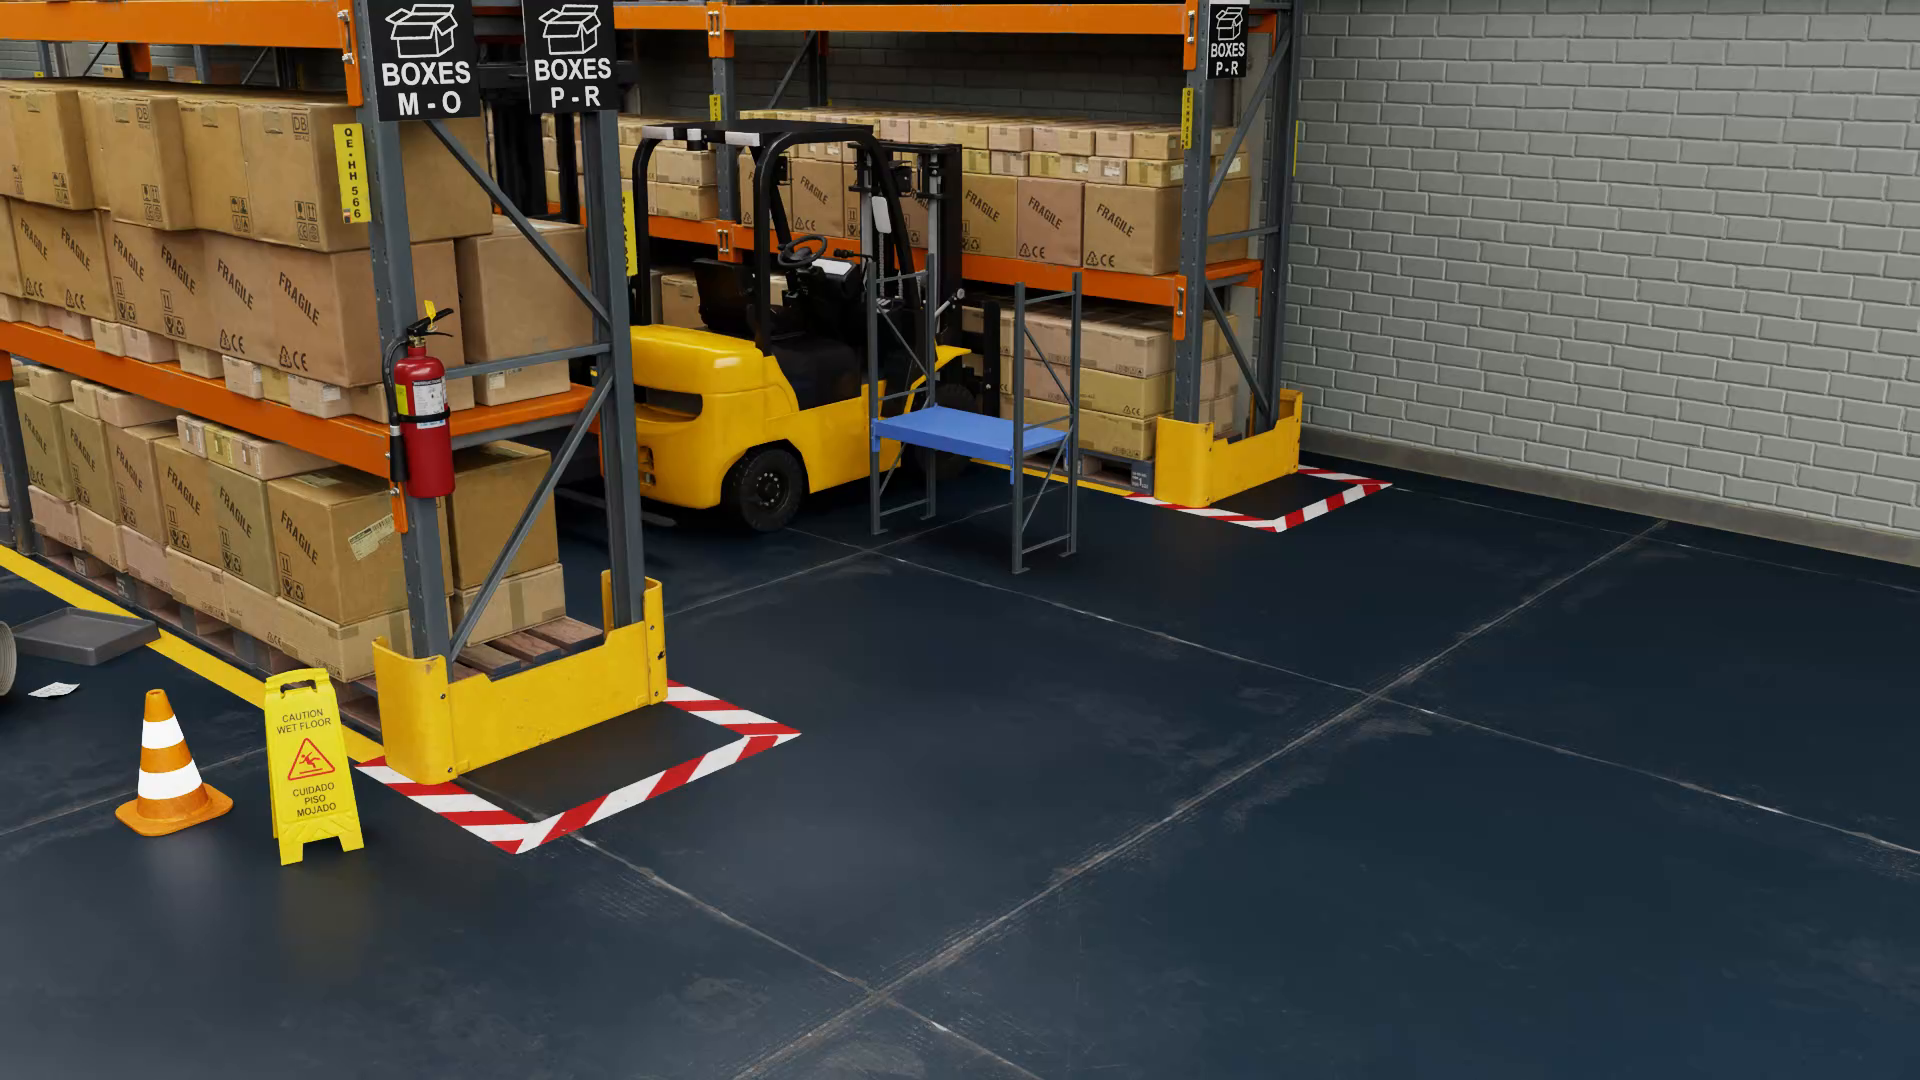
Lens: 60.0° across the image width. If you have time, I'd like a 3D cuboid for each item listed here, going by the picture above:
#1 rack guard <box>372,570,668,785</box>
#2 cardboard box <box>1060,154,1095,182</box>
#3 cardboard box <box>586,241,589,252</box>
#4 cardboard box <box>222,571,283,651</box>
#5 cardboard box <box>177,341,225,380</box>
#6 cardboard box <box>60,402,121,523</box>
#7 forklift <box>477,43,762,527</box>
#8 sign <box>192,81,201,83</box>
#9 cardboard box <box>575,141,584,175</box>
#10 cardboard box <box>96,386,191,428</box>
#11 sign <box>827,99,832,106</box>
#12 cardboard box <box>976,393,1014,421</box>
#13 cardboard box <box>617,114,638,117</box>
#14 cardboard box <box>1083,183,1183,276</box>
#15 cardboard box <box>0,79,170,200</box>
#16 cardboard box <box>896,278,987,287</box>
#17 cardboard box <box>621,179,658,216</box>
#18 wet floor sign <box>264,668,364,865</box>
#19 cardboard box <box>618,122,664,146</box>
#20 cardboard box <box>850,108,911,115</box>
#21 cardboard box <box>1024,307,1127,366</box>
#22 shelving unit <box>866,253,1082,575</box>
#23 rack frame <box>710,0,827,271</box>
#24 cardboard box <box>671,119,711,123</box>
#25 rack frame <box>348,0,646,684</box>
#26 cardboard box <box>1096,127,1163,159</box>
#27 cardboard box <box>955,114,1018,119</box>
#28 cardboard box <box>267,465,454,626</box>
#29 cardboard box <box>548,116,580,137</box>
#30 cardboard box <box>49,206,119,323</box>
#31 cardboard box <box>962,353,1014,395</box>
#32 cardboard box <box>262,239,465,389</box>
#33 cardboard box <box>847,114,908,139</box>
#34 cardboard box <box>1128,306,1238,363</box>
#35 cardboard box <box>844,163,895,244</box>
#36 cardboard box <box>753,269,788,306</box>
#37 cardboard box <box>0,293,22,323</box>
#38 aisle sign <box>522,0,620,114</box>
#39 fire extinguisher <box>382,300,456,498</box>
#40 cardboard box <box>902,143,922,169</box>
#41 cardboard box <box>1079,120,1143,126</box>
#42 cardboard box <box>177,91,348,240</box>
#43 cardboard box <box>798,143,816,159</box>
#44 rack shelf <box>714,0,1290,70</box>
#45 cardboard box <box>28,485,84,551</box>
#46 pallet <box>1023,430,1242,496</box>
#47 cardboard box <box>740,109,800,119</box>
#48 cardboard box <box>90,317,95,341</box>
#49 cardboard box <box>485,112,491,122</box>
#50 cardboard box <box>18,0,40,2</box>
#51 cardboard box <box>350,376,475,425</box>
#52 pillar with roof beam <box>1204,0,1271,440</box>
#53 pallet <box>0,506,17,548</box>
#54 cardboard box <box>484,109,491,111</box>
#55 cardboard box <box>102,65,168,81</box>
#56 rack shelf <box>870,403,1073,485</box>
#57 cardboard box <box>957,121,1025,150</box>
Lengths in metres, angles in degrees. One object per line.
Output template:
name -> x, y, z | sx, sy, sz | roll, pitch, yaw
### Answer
rack guard -> -1.724, 0.520, 6.646 | 0.348, 0.500, 1.175 | 15, 23, 39
cardboard box -> 0.815, -2.253, 10.015 | 0.250, 0.149, 0.380 | 16, 23, 40
cardboard box -> -3.407, -2.197, 14.306 | 0.625, 0.625, 0.875 | 16, 24, 41
cardboard box -> -2.832, 0.247, 7.225 | 0.500, 0.250, 0.500 | 15, 23, 39
cardboard box -> -3.092, -0.804, 7.101 | 0.250, 0.149, 0.380 | 15, 23, 39
cardboard box -> -3.988, -0.422, 8.093 | 0.500, 0.500, 0.500 | 16, 24, 41
forklift -> -2.450, -1.630, 9.401 | 3.031, 2.935, 1.130 | 14, 23, 38
sign -> -7.705, -4.477, 16.830 | 0.005, 0.325, 0.100 | 15, 23, 39
cardboard box -> -2.672, -2.996, 13.015 | 0.500, 0.250, 0.500 | 16, 23, 40
cardboard box -> -3.754, -0.641, 7.712 | 0.250, 0.149, 0.380 | 17, 24, 42
sign -> -0.999, -3.159, 12.545 | 0.005, 0.325, 0.100 | 15, 23, 39
cardboard box -> 0.330, -0.897, 10.829 | 0.500, 0.250, 0.500 | 15, 23, 40
cardboard box -> -2.820, -3.419, 13.690 | 0.250, 0.149, 0.380 | 16, 24, 41
cardboard box -> 1.083, -1.867, 9.870 | 0.500, 0.500, 0.500 | 14, 23, 38
cardboard box -> -4.106, -1.880, 7.767 | 0.500, 0.500, 0.700 | 15, 23, 40
cardboard box -> -0.112, -1.691, 11.680 | 0.500, 0.250, 0.500 | 15, 23, 40
cardboard box -> -2.297, -2.653, 12.761 | 0.500, 0.250, 0.500 | 15, 23, 39
wet floor sign -> -2.235, 0.746, 5.693 | 0.267, 0.644, 0.232 | -9, 20, -27
cardboard box -> -2.407, -3.090, 12.651 | 0.250, 0.149, 0.380 | 14, 22, 38
cardboard box -> -0.560, -2.976, 11.800 | 0.250, 0.149, 0.380 | 15, 23, 39
cardboard box -> 0.688, -1.269, 10.350 | 0.500, 0.250, 0.500 | 16, 23, 40
shelving unit -> 0.064, -0.698, 8.831 | 1.048, 1.500, 0.538 | 15, 23, 39
rack frame -> -1.367, -2.583, 12.291 | 0.127, 3.000, 1.000 | 15, 23, 39
cardboard box -> -2.044, -3.221, 13.066 | 0.250, 0.149, 0.380 | 15, 23, 39
rack frame -> -1.667, -0.656, 6.220 | 0.127, 3.000, 1.000 | 15, 23, 39
cardboard box -> 1.012, -2.345, 9.813 | 0.250, 0.149, 0.380 | 15, 23, 39
cardboard box -> 0.178, -2.763, 11.131 | 0.250, 0.149, 0.380 | 16, 24, 41
cardboard box -> -2.439, -0.005, 6.780 | 0.500, 0.500, 0.500 | 15, 23, 40
cardboard box -> -3.085, -3.325, 13.392 | 0.250, 0.149, 0.380 | 15, 23, 39
cardboard box -> -3.757, -1.298, 7.585 | 0.500, 0.500, 0.500 | 15, 23, 39
cardboard box -> 0.285, -1.137, 10.759 | 0.500, 0.250, 0.500 | 14, 23, 38
cardboard box -> -2.256, -0.892, 6.307 | 0.500, 0.500, 0.500 | 15, 23, 38
cardboard box -> -0.537, -2.748, 11.083 | 0.250, 0.149, 0.380 | 15, 23, 38
cardboard box -> 1.391, -1.285, 10.401 | 0.500, 0.250, 0.500 | 15, 23, 38
cardboard box -> -0.428, -2.280, 11.172 | 0.500, 0.500, 0.500 | 15, 23, 39
cardboard box -> -1.213, -1.781, 11.963 | 0.500, 0.250, 0.500 | 15, 23, 38
cardboard box -> -4.636, -1.204, 8.360 | 0.250, 0.149, 0.380 | 15, 23, 39
aisle sign -> -1.415, -1.953, 6.008 | 0.004, 0.787, 0.394 | 15, 23, 39
fire extinguisher -> -1.887, -0.492, 5.830 | 0.183, 0.674, 0.296 | 15, 23, 39
cardboard box -> -0.160, -2.501, 10.796 | 0.250, 0.149, 0.380 | 14, 23, 38
cardboard box -> 0.960, -2.557, 10.481 | 0.250, 0.149, 0.380 | 15, 23, 40
cardboard box -> -2.567, -1.478, 6.501 | 0.500, 0.500, 0.700 | 15, 23, 40
cardboard box -> -0.895, -2.719, 11.481 | 0.250, 0.149, 0.380 | 15, 23, 39
rack shelf -> 0.129, -3.268, 10.681 | 4.000, 0.370, 1.077 | 15, 23, 39
cardboard box -> -4.397, -0.169, 8.537 | 0.500, 0.250, 0.500 | 14, 22, 37
pallet -> 1.025, -0.595, 10.636 | 1.213, 0.211, 1.003 | 15, 23, 39
cardboard box -> -1.325, -2.950, 11.720 | 0.250, 0.149, 0.380 | 16, 23, 40
cardboard box -> -3.812, -1.014, 7.764 | 0.250, 0.149, 0.380 | 15, 23, 39
cardboard box -> -3.906, -3.513, 13.985 | 0.250, 0.149, 0.380 | 16, 24, 41
cardboard box -> -4.010, -2.502, 7.492 | 0.250, 0.149, 0.380 | 16, 24, 41
cardboard box -> -2.089, -0.563, 6.342 | 0.250, 0.149, 0.380 | 16, 24, 41
pillar with roof beam -> -1.155, -4.009, 6.867 | 0.400, 9.000, 9.100 | 15, 23, 39
pallet -> -5.242, -0.286, 9.664 | 1.213, 0.211, 1.003 | 15, 23, 39
cardboard box -> -3.981, -3.723, 14.647 | 0.250, 0.149, 0.380 | 16, 24, 41
cardboard box -> -9.059, -4.967, 18.320 | 0.500, 0.500, 0.500 | 16, 23, 41
rack shelf -> 0.064, -0.526, 8.885 | 1.000, 0.185, 0.538 | 15, 23, 39
cardboard box -> 0.196, -2.536, 10.415 | 0.250, 0.149, 0.380 | 16, 23, 40
